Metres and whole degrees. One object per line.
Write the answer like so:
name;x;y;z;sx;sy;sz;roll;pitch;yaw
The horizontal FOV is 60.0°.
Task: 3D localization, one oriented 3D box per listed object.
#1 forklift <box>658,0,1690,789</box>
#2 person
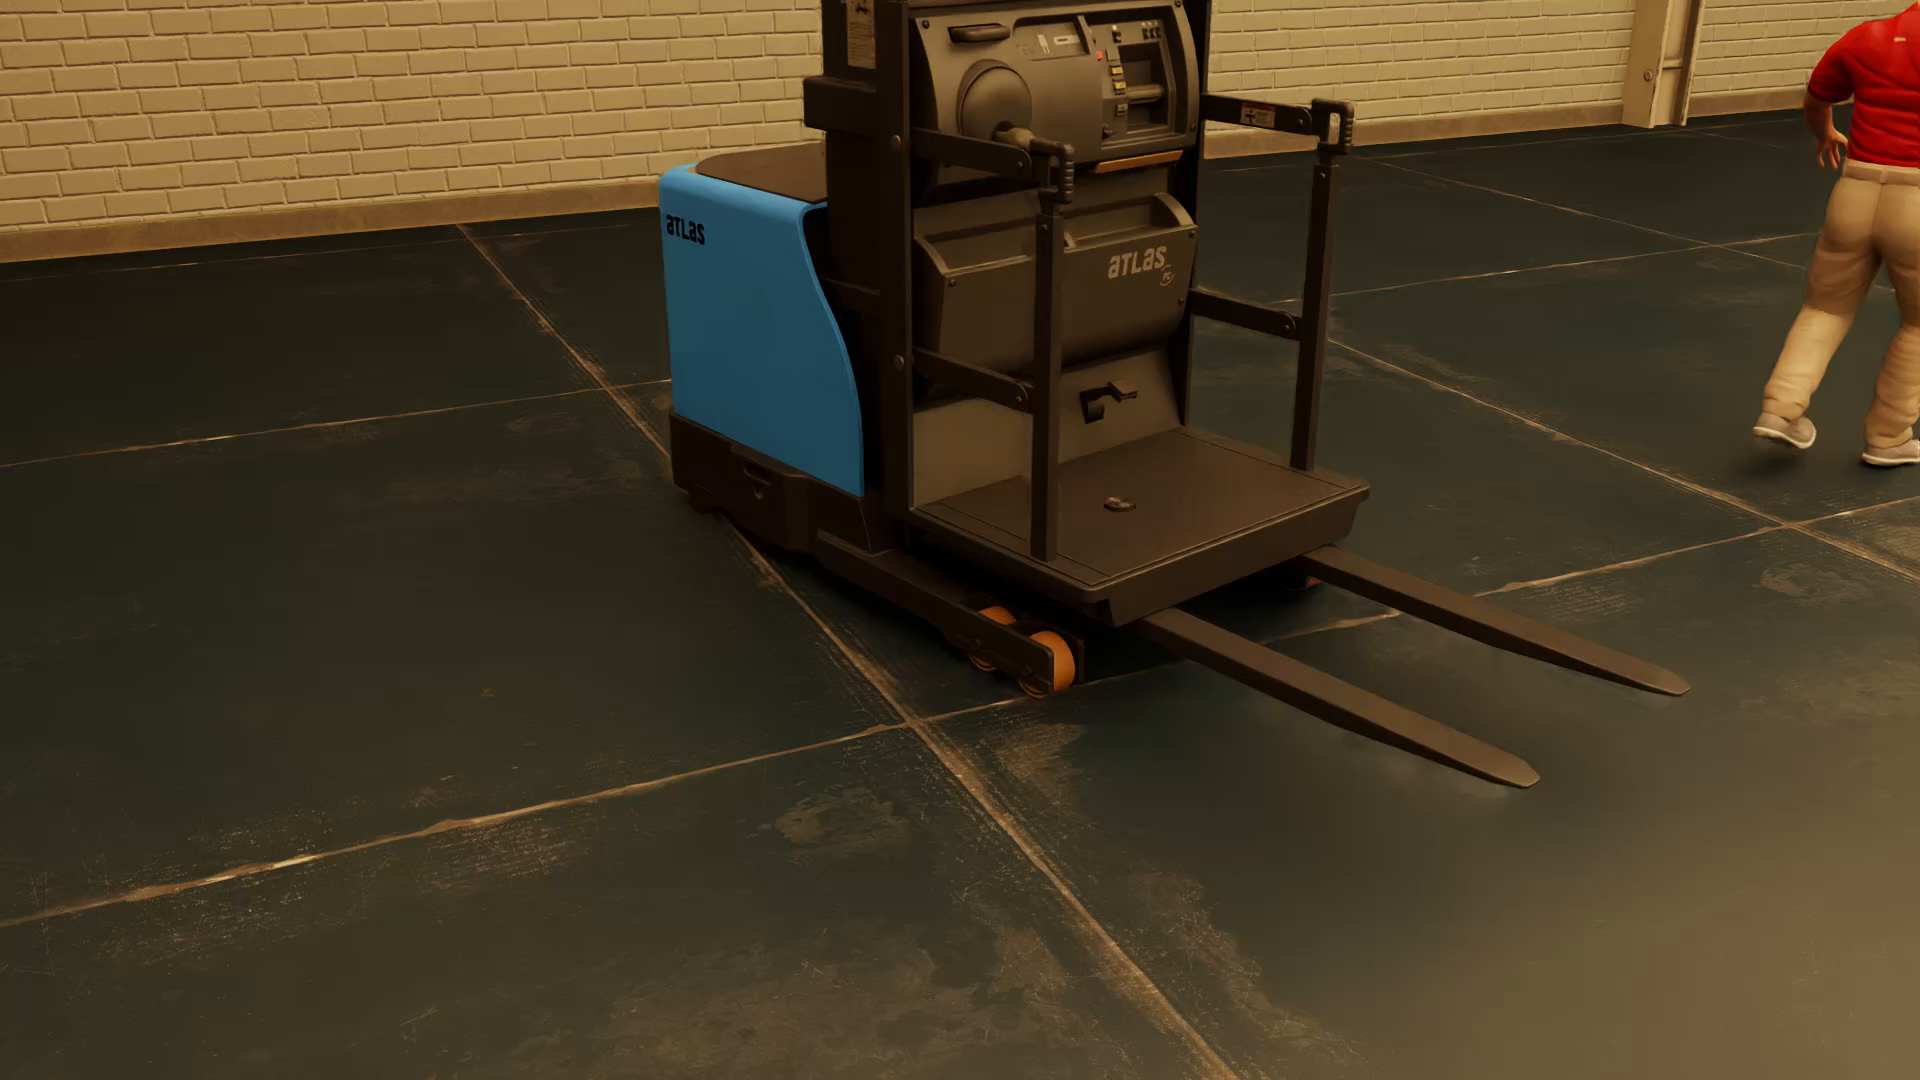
forklift;0.407;-1.177;4.119;1.130;2.935;3.031;-18;29;-37
person;3.075;-1.056;5.437;0.730;1.709;0.909;-16;27;-34
